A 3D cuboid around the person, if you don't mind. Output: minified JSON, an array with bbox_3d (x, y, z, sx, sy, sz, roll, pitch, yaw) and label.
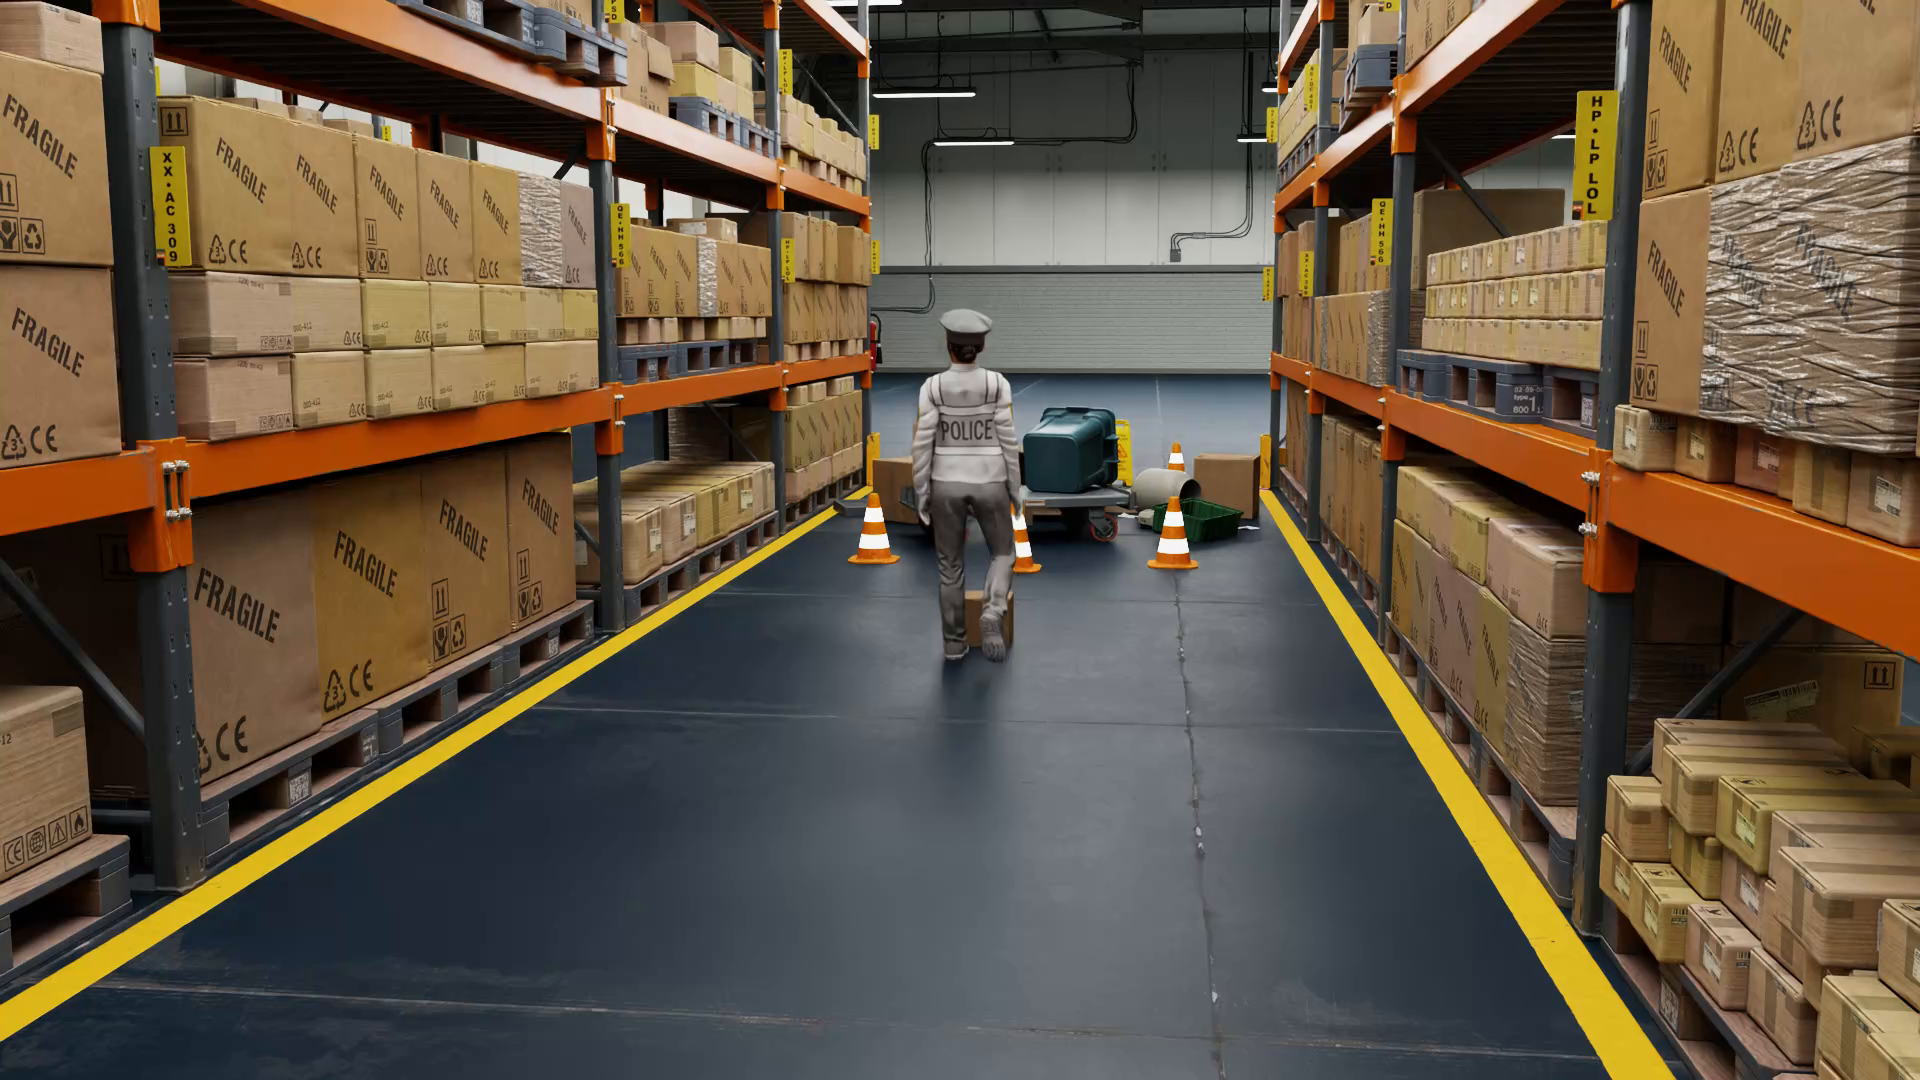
[{"bbox_3d":[0.037,-0.243,7.807,0.521,1.675,0.643,0,8,2],"label":"person"}]
